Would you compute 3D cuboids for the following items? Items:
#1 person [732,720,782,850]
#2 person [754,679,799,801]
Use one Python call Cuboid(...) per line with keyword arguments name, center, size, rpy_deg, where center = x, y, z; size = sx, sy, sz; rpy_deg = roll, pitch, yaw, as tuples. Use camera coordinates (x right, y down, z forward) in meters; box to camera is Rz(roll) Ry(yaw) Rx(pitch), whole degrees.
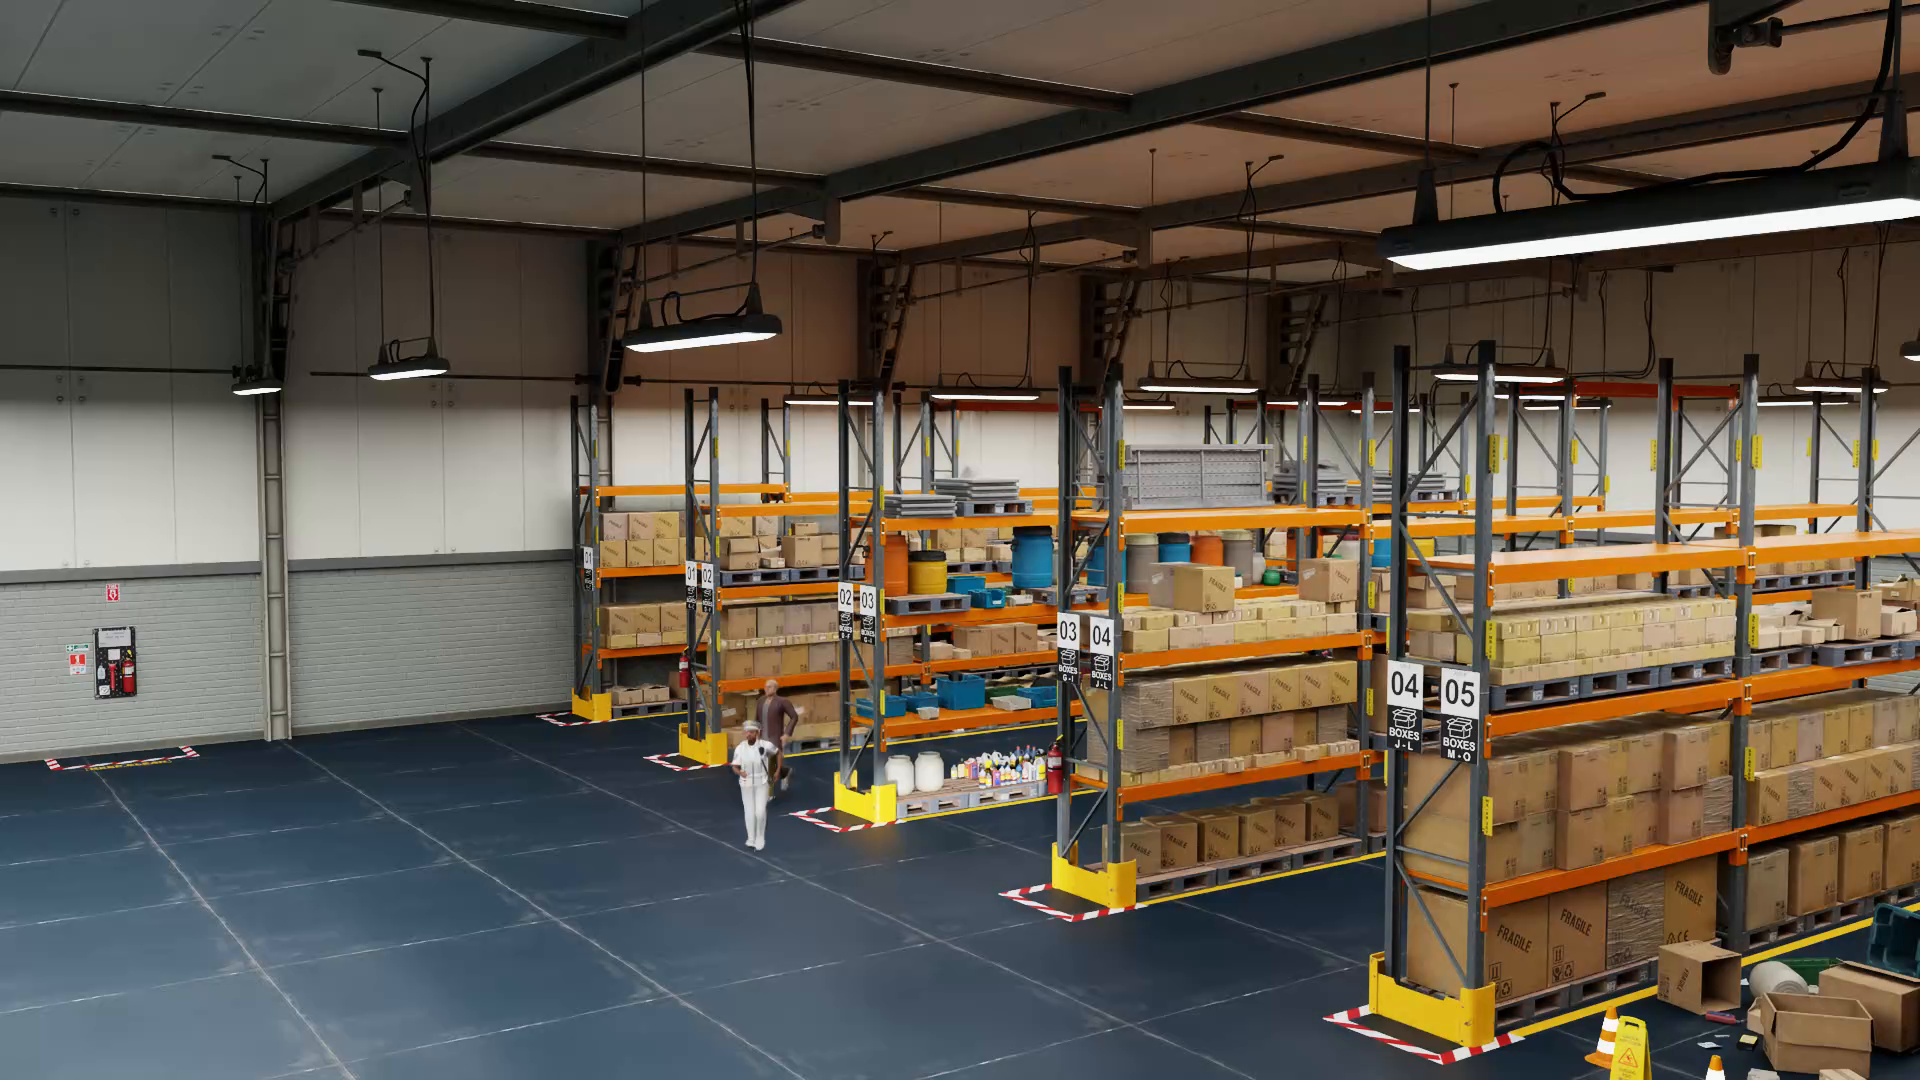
Cuboid(name="person", center=(-2.545, 3.061, 20.796), size=(0.587, 1.652, 0.820), rpy_deg=(0, 3, 3))
Cuboid(name="person", center=(-2.677, 2.870, 23.860), size=(0.748, 1.768, 0.797), rpy_deg=(3, 4, 38))
